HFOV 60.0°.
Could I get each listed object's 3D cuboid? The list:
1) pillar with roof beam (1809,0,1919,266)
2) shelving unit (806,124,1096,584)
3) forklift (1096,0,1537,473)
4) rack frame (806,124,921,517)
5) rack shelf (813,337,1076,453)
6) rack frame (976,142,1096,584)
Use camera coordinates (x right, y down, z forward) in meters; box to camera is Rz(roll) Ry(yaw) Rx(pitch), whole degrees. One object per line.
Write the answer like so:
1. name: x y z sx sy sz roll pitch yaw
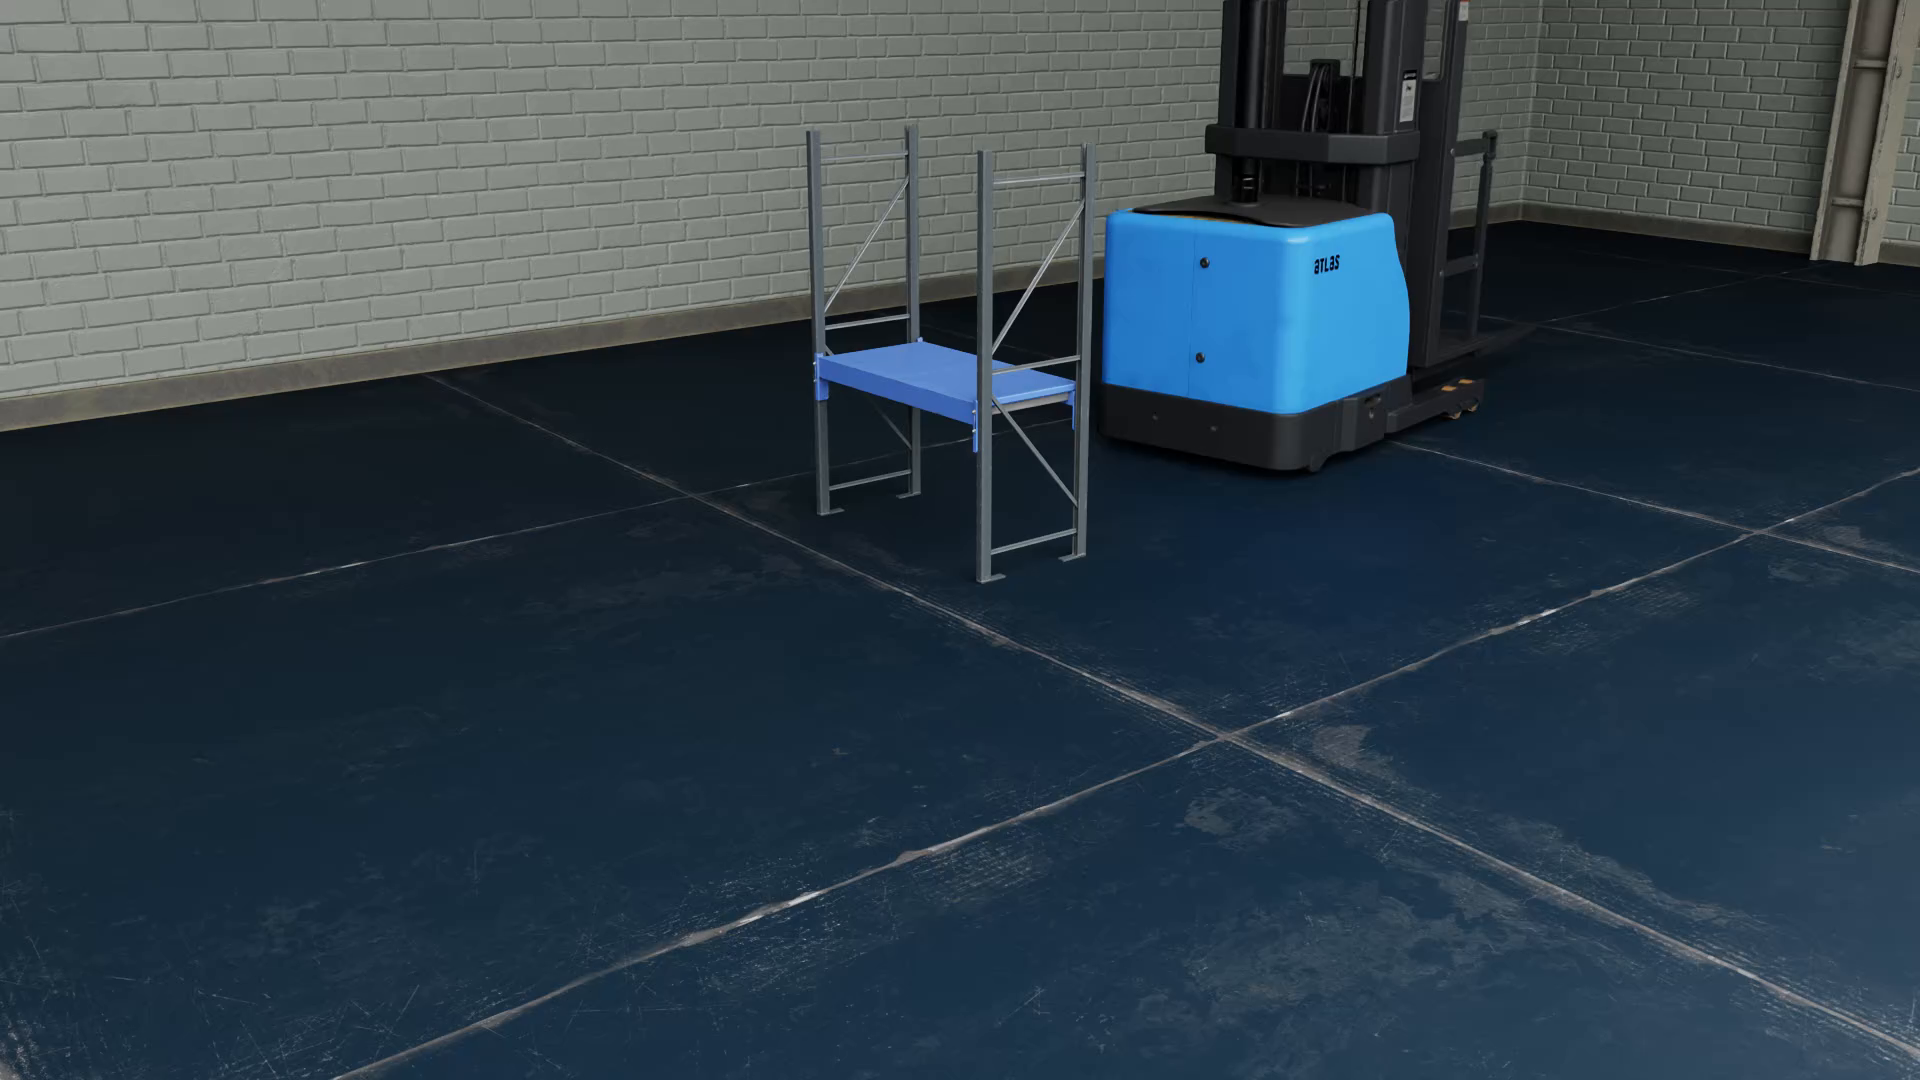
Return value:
1. pillar with roof beam: 3.492 -5.602 8.966 9.100 9.000 0.400 -14 23 -36
2. shelving unit: -0.053 -0.733 6.190 0.538 1.500 1.048 -14 23 -36
3. forklift: 1.965 -2.071 7.955 1.130 2.935 3.031 15 24 38
4. rack frame: -0.369 -0.858 6.568 0.500 1.500 0.032 -14 23 -36
5. rack shelf: -0.053 -0.562 6.247 0.538 0.185 1.000 -14 23 -36
6. rack frame: 0.263 -0.608 5.812 0.500 1.500 0.032 -14 23 -36
